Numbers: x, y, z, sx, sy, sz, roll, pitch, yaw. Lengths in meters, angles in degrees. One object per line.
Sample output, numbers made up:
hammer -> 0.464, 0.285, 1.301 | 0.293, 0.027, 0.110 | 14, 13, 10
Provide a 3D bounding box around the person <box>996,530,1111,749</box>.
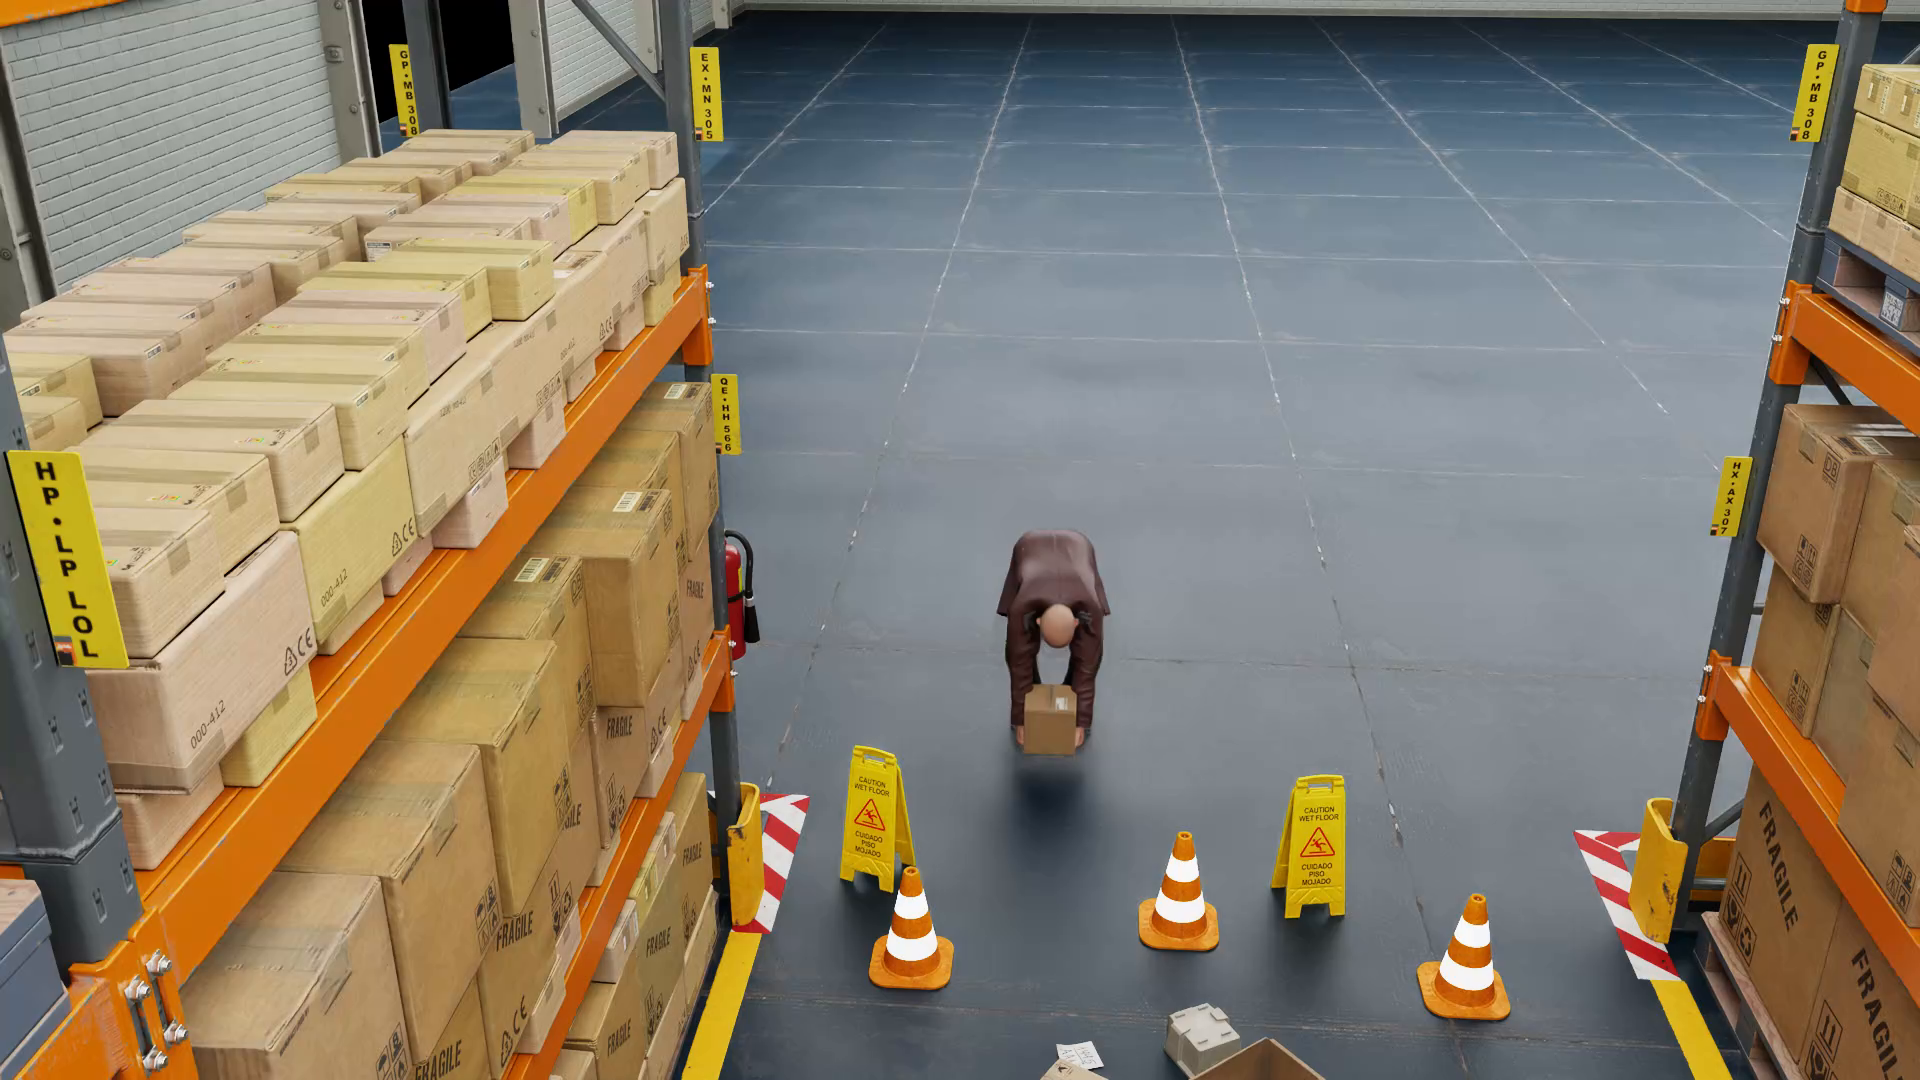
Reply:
person -> 0.468, 0.531, 8.291 | 0.580, 1.078, 0.949 | 1, 24, 2
